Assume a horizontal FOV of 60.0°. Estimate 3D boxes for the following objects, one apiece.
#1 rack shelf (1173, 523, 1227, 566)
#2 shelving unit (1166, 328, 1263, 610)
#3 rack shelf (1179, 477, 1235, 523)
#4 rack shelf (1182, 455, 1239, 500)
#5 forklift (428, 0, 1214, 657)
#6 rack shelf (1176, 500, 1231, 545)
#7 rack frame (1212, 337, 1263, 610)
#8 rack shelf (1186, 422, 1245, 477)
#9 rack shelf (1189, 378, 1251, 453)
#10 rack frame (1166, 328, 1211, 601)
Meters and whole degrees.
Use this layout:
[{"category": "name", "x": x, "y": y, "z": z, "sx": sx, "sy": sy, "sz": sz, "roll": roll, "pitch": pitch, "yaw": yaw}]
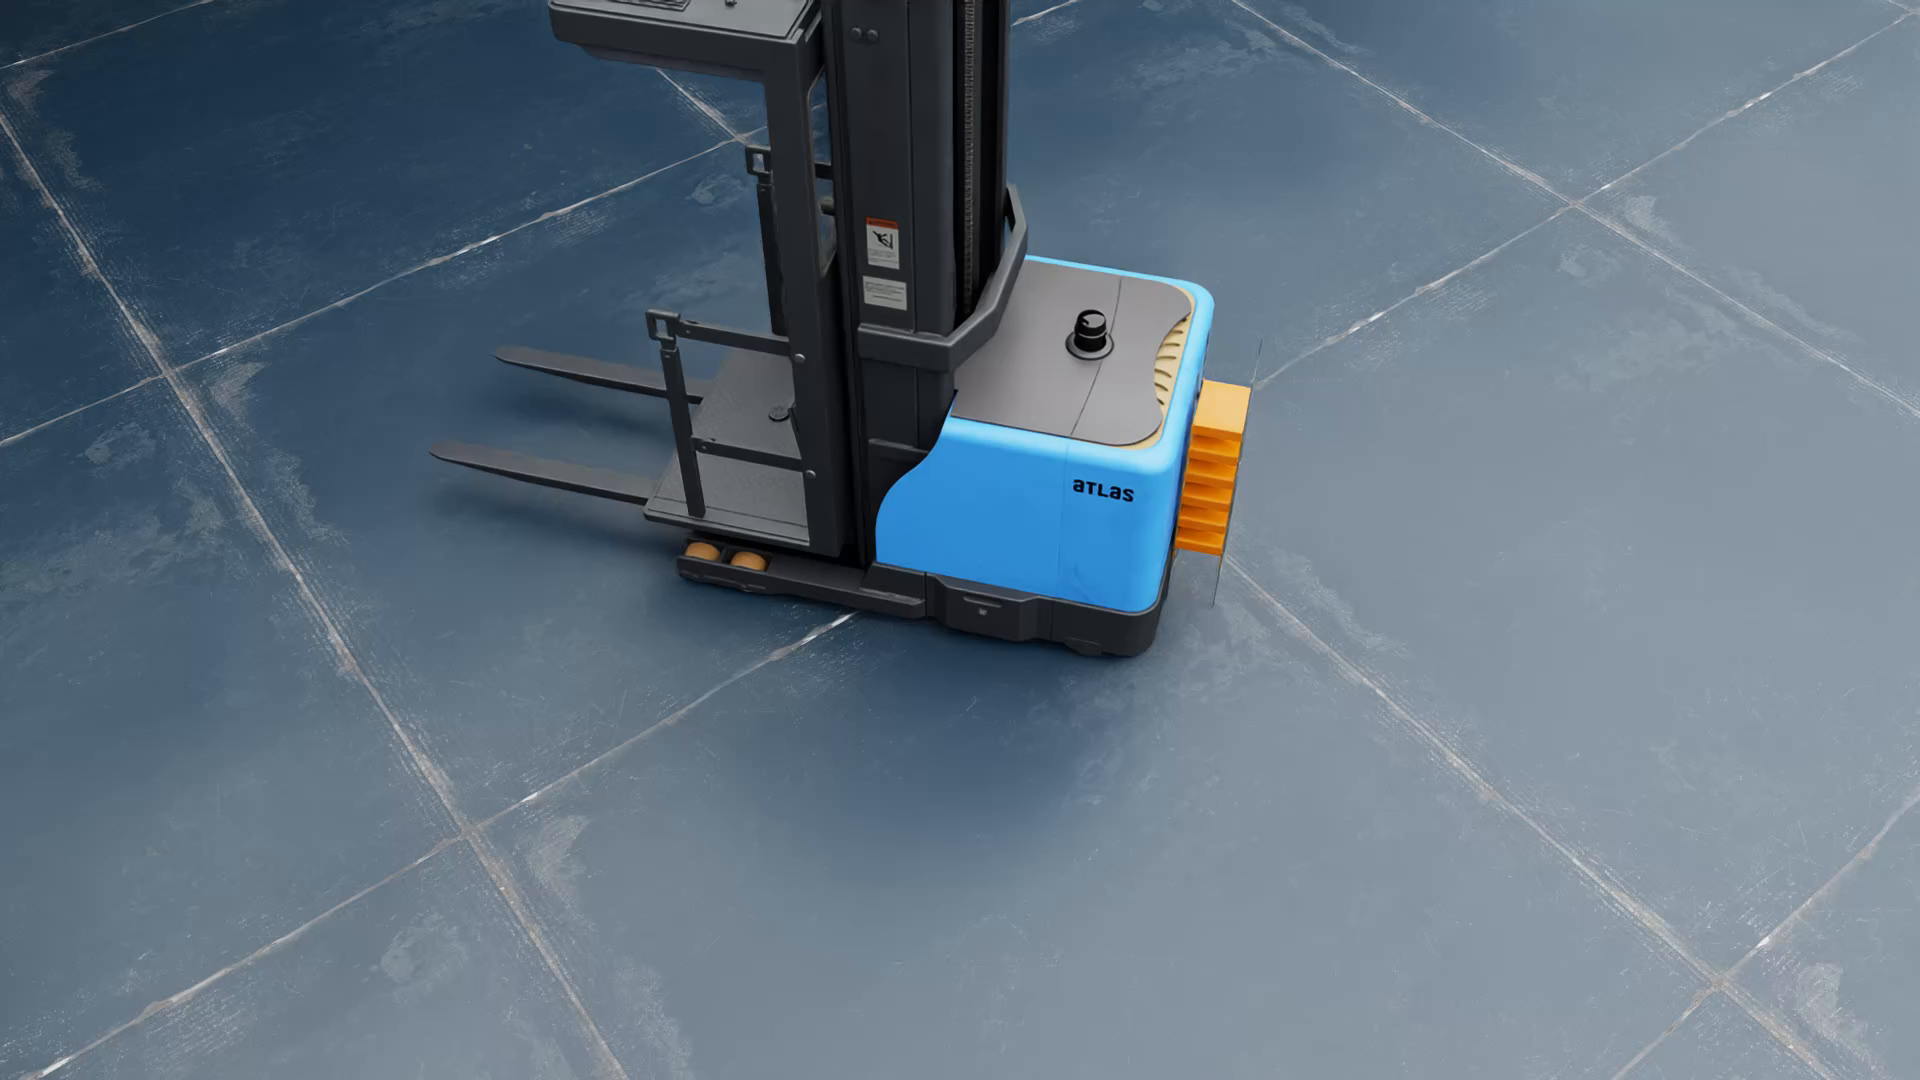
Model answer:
[{"category": "rack shelf", "x": 0.929, "y": -0.041, "z": 6.360, "sx": 0.180, "sy": 0.103, "sz": 0.258, "roll": 11, "pitch": 49, "yaw": 10}, {"category": "shelving unit", "x": 0.929, "y": -0.232, "z": 6.149, "sx": 0.189, "sy": 1.200, "sz": 0.258, "roll": 11, "pitch": 49, "yaw": 10}, {"category": "rack shelf", "x": 0.929, "y": -0.202, "z": 6.182, "sx": 0.180, "sy": 0.103, "sz": 0.258, "roll": 11, "pitch": 49, "yaw": 10}, {"category": "rack shelf", "x": 0.929, "y": -0.283, "z": 6.093, "sx": 0.180, "sy": 0.103, "sz": 0.258, "roll": 11, "pitch": 49, "yaw": 10}, {"category": "forklift", "x": -0.620, "y": -1.146, "z": 5.809, "sx": 3.031, "sy": 2.935, "sz": 1.130, "roll": 11, "pitch": 49, "yaw": 10}, {"category": "rack shelf", "x": 0.929, "y": -0.122, "z": 6.271, "sx": 0.180, "sy": 0.103, "sz": 0.258, "roll": 11, "pitch": 49, "yaw": 10}, {"category": "rack frame", "x": 1.018, "y": -0.215, "z": 6.134, "sx": 0.006, "sy": 1.200, "sz": 0.240, "roll": 11, "pitch": 49, "yaw": 10}, {"category": "rack shelf", "x": 0.929, "y": -0.363, "z": 6.005, "sx": 0.180, "sy": 0.103, "sz": 0.258, "roll": 11, "pitch": 49, "yaw": 10}, {"category": "rack shelf", "x": 0.929, "y": -0.444, "z": 5.916, "sx": 0.180, "sy": 0.103, "sz": 0.258, "roll": 11, "pitch": 49, "yaw": 10}, {"category": "rack frame", "x": 0.841, "y": -0.250, "z": 6.165, "sx": 0.006, "sy": 1.200, "sz": 0.240, "roll": 11, "pitch": 49, "yaw": 10}]
